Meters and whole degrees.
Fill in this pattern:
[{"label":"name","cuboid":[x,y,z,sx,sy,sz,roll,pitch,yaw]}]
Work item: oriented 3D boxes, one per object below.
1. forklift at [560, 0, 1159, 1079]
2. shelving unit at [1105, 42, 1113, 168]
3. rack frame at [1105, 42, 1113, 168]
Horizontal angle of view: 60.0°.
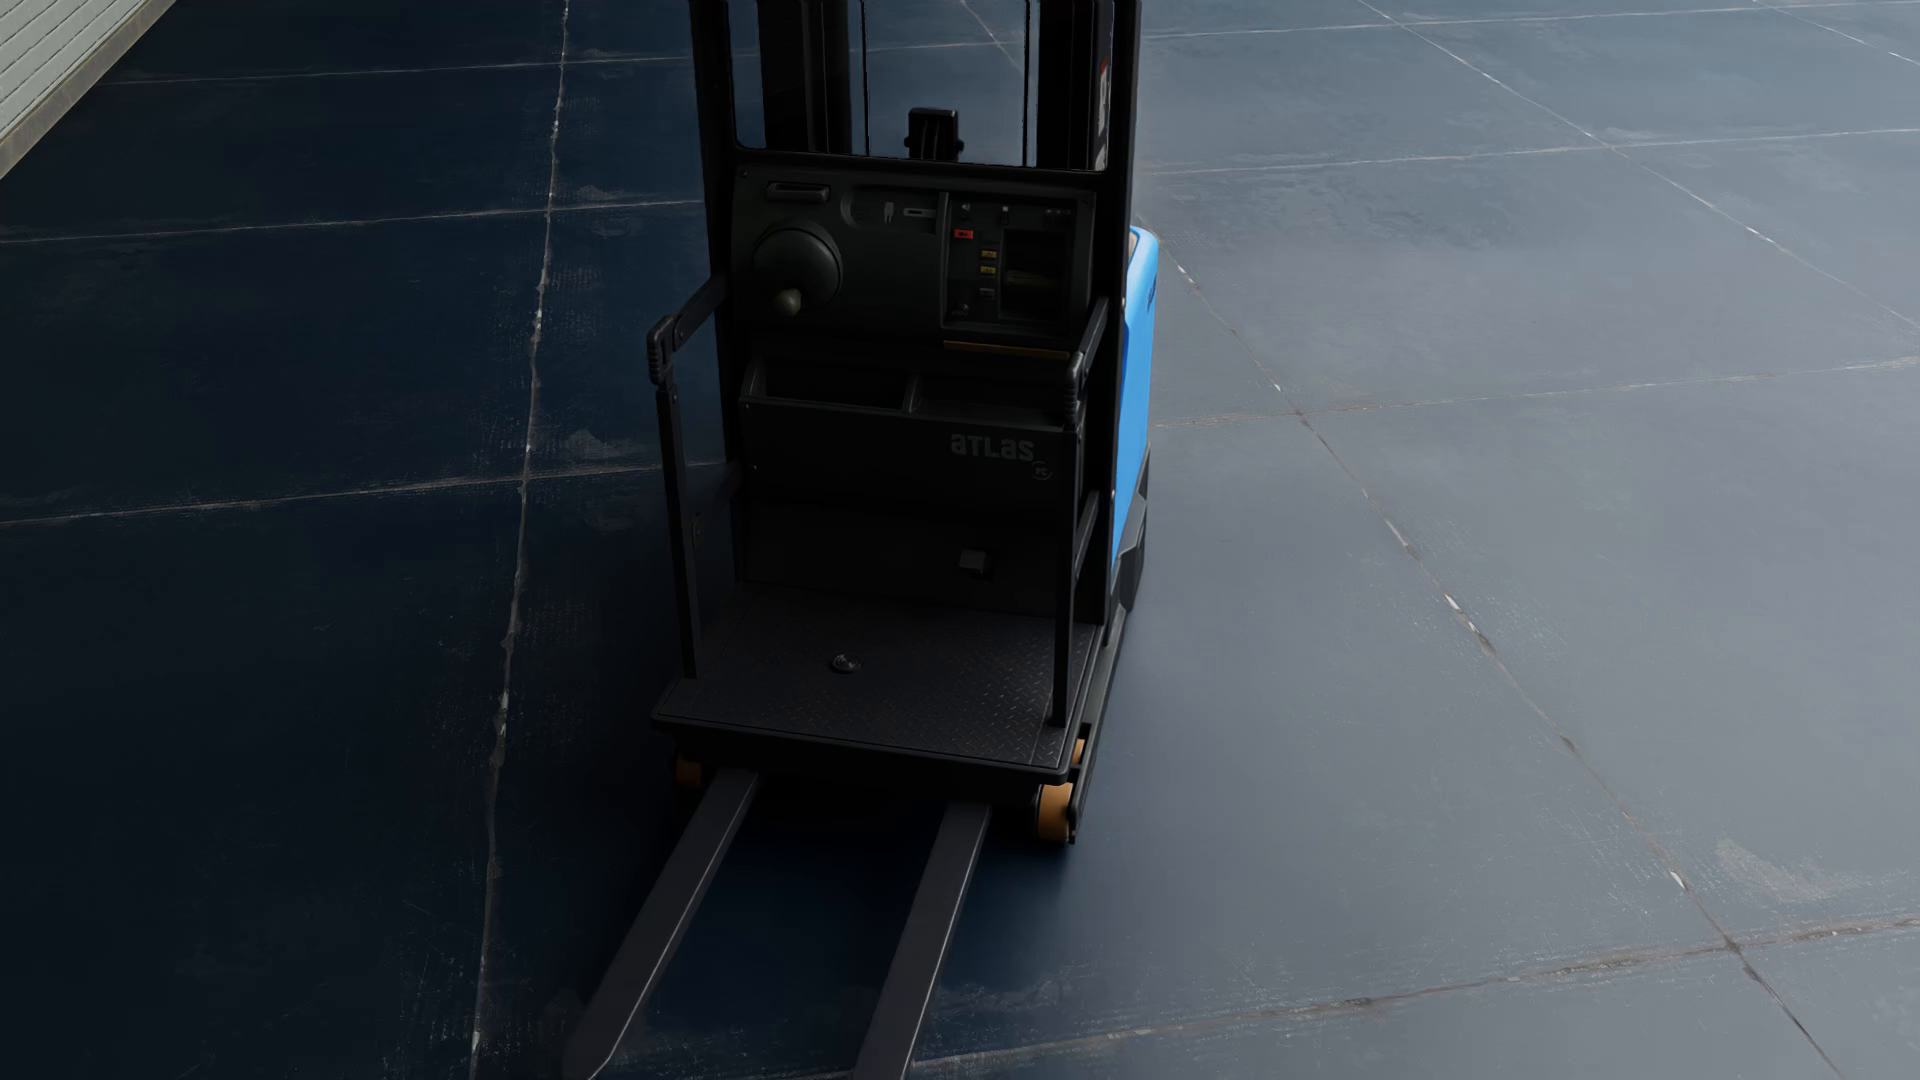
[{"label":"forklift","cuboid":[-0.169,-0.675,4.006,1.130,2.935,3.031,6,31,11]},{"label":"shelving unit","cuboid":[-0.001,-0.974,5.927,1.083,1.500,0.587,5,31,9]},{"label":"rack frame","cuboid":[0.490,-0.930,5.852,0.032,1.500,0.500,5,31,9]}]
